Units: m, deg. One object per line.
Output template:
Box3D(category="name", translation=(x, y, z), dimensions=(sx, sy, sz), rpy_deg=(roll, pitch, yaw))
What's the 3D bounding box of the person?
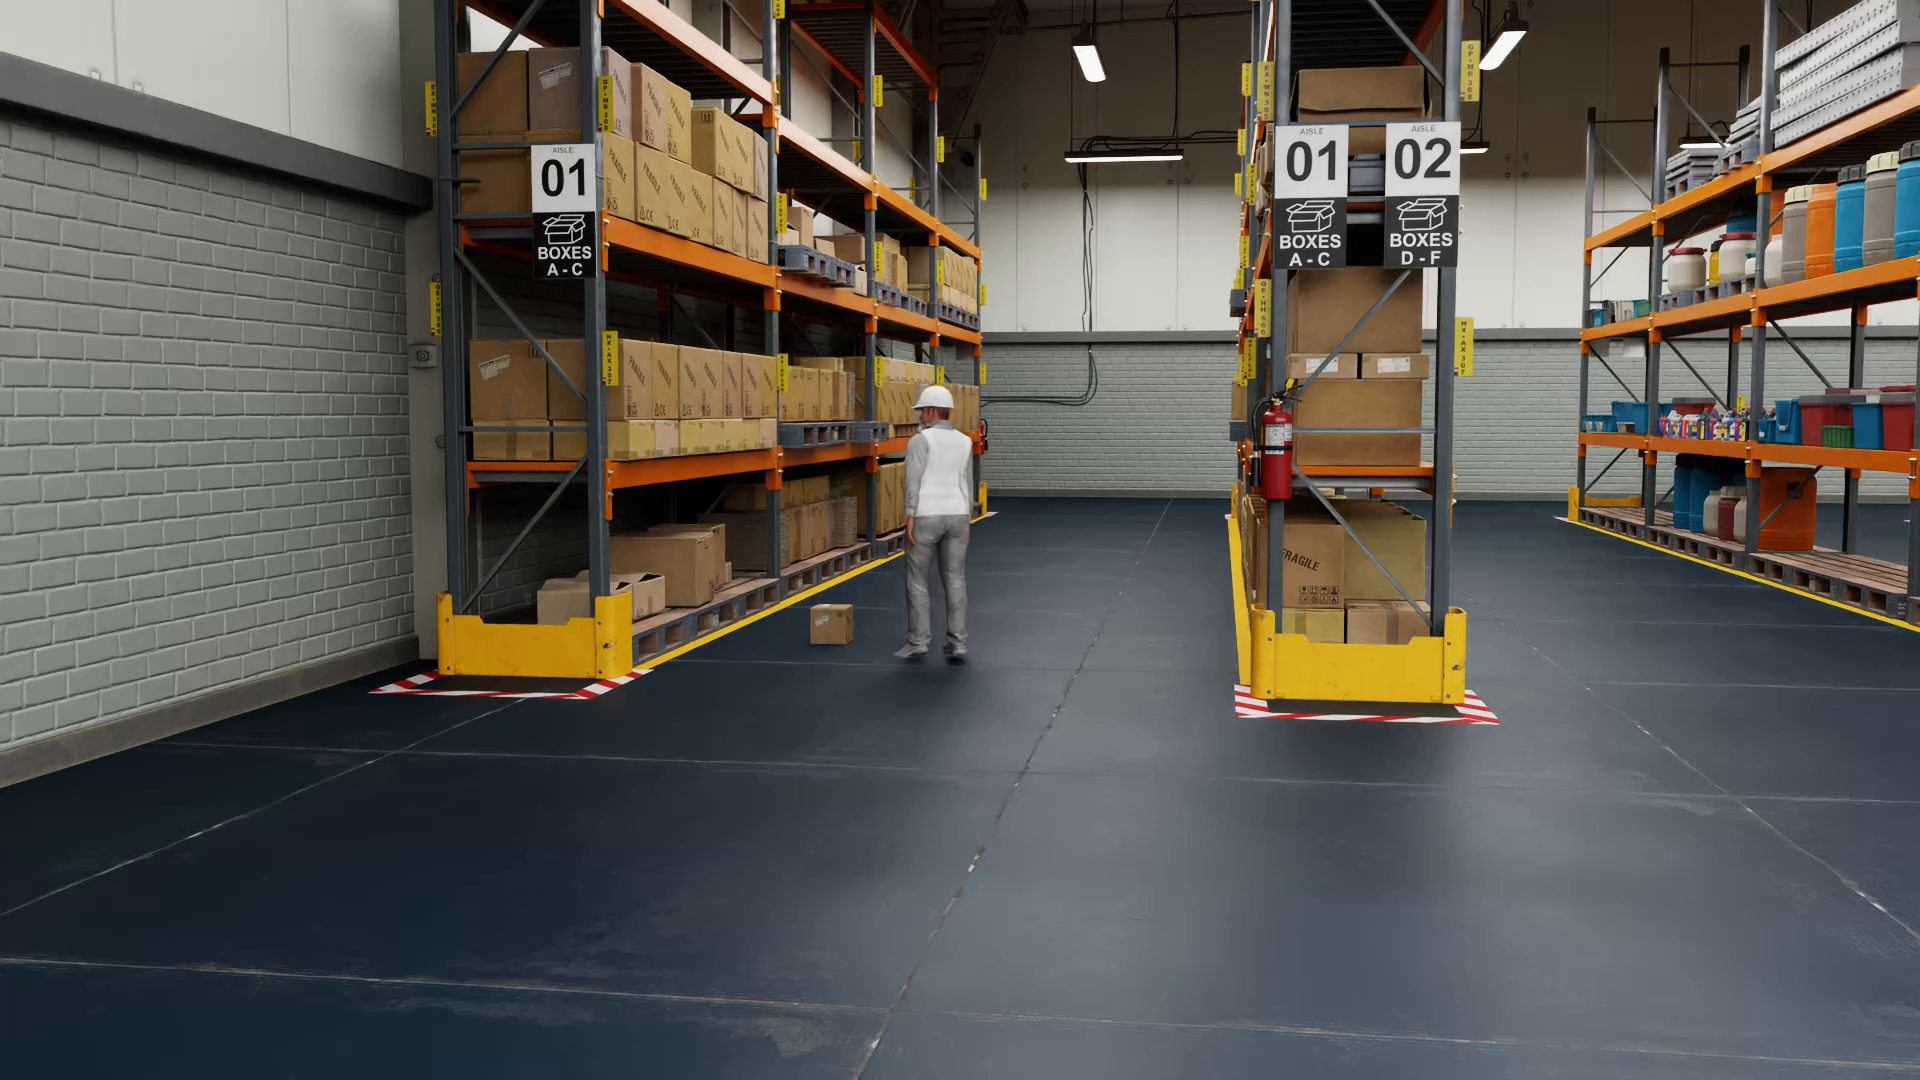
Box3D(category="person", translation=(-0.117, -0.094, 10.896), dimensions=(0.557, 1.824, 0.563), rpy_deg=(-2, 5, -28))
